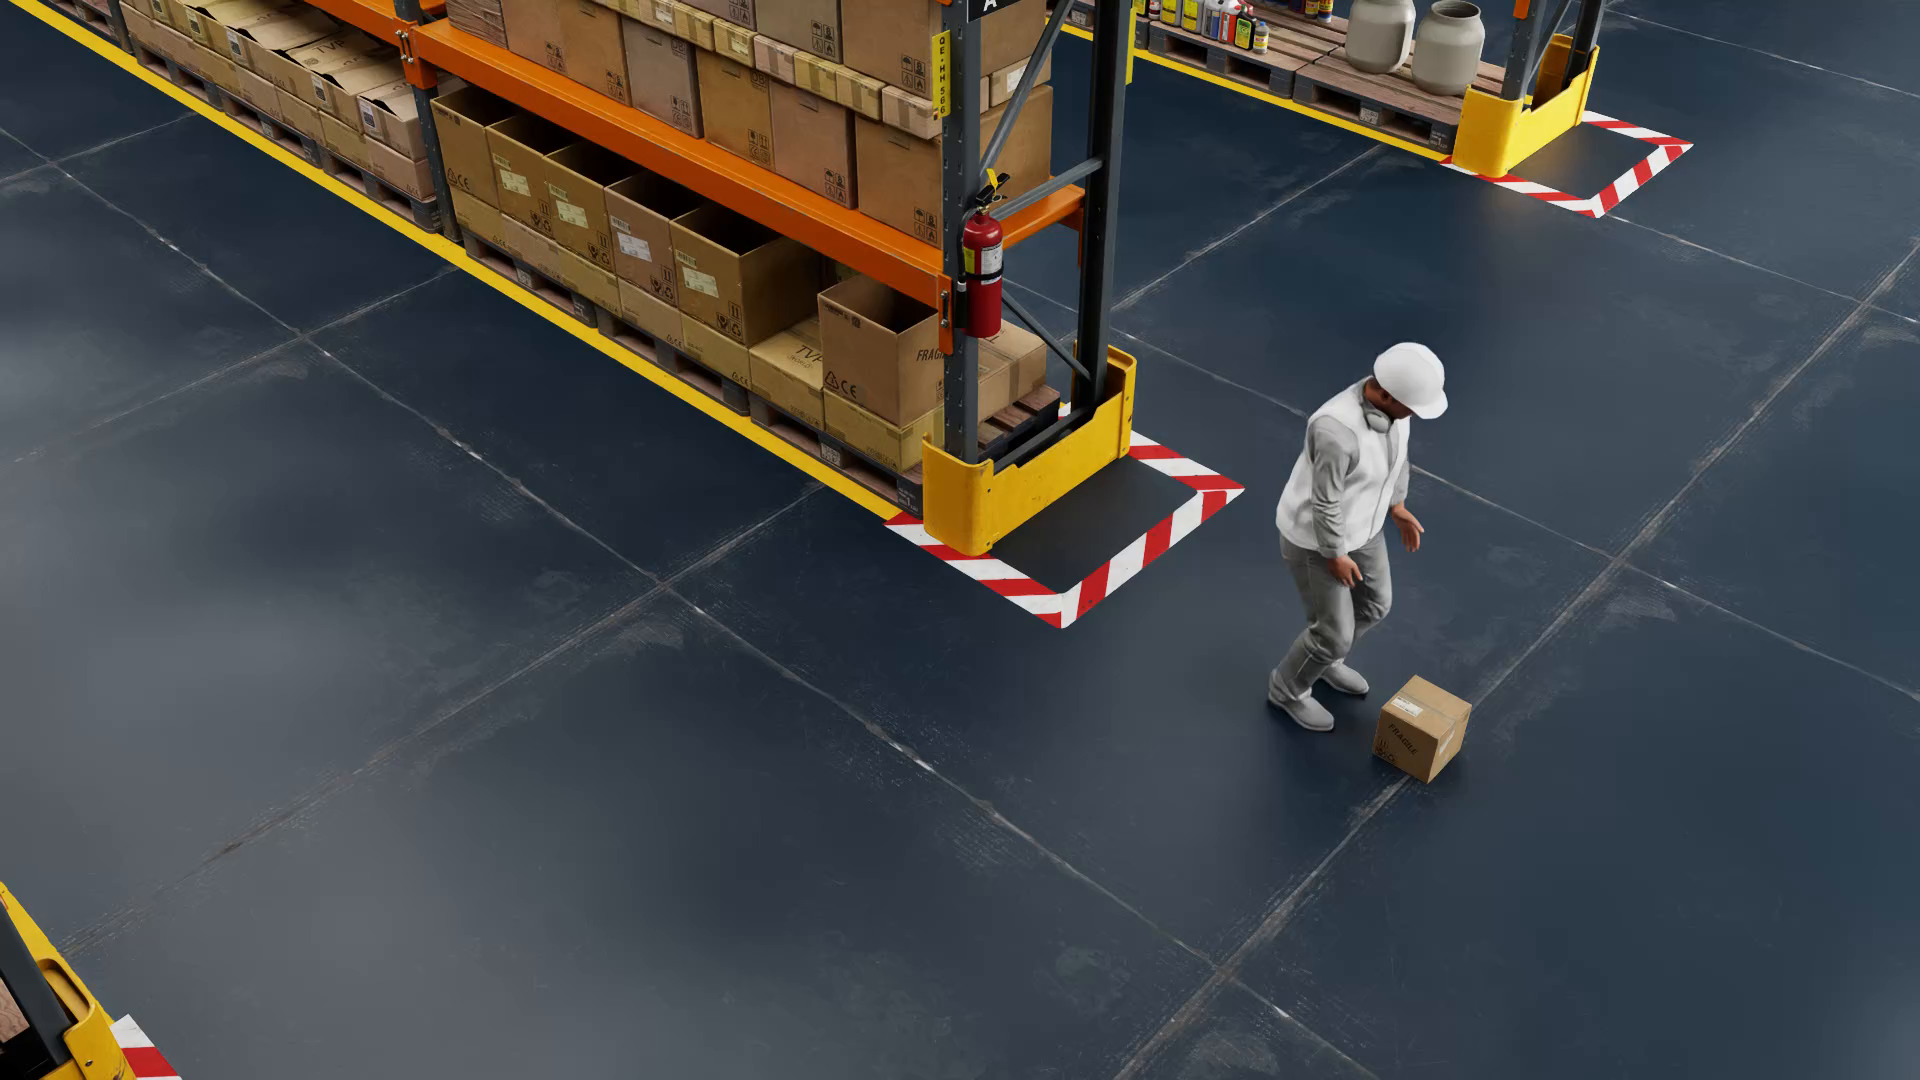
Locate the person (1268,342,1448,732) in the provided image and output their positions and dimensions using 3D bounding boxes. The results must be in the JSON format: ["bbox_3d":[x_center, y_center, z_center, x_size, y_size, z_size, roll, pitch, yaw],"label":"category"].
[{"bbox_3d":[1.471,-0.045,6.249,0.495,1.708,0.563,31,48,33],"label":"person"}]
